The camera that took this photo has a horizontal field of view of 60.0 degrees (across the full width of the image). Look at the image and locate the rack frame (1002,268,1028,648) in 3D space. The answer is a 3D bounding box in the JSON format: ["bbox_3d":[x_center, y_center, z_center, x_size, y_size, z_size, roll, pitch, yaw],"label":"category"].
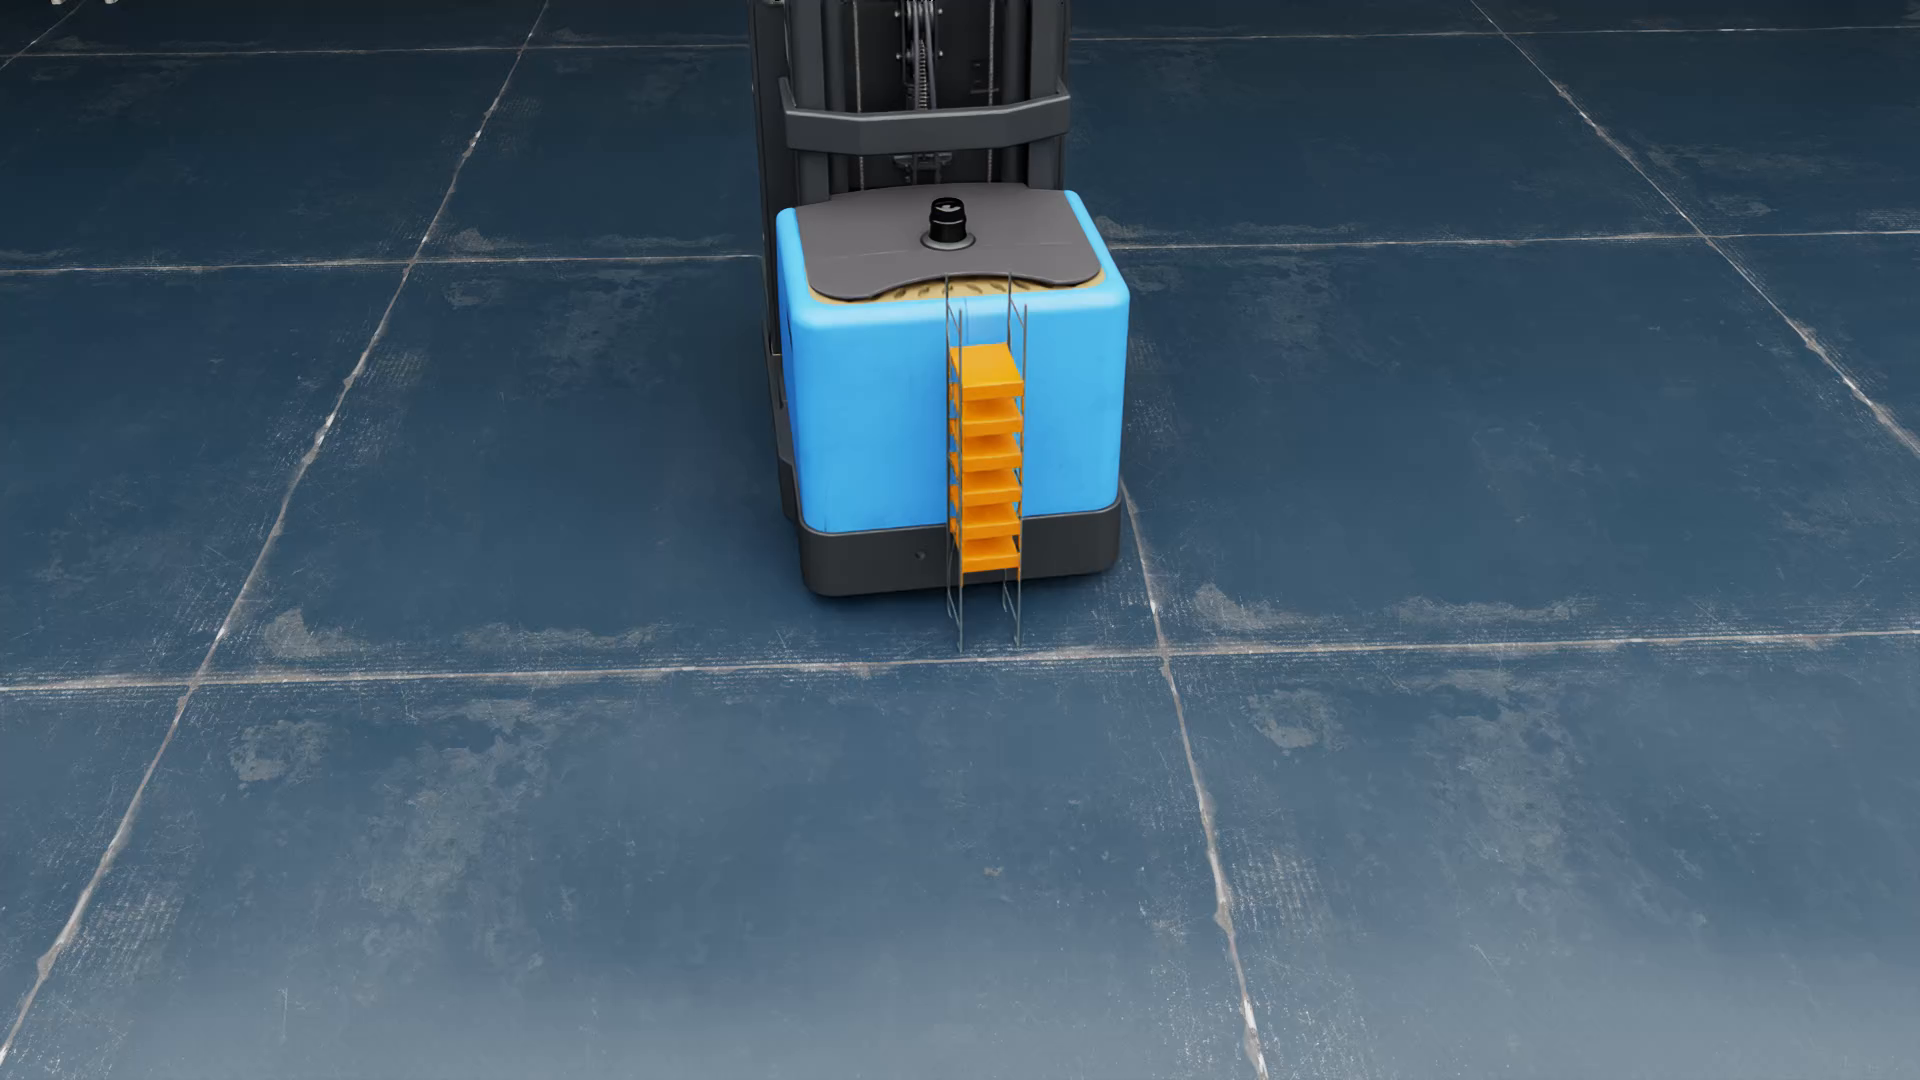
[{"bbox_3d":[0.162,-0.219,5.012,0.006,1.200,0.240,-6,35,-8],"label":"rack frame"}]

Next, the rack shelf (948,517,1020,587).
[{"bbox_3d":[0.072,0.024,5.161,0.180,0.103,0.258,-6,35,-8],"label":"rack shelf"}]

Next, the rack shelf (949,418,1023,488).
[{"bbox_3d":[0.072,-0.272,4.956,0.180,0.103,0.258,-6,35,-8],"label":"rack shelf"}]

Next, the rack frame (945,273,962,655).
[{"bbox_3d":[-0.018,-0.201,4.985,0.006,1.200,0.240,-6,35,-8],"label":"rack frame"}]

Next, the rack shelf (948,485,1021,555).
[{"bbox_3d":[0.072,-0.075,5.092,0.180,0.103,0.258,-6,35,-8],"label":"rack shelf"}]

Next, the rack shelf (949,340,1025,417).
[{"bbox_3d":[0.072,-0.469,4.819,0.180,0.103,0.258,-6,35,-8],"label":"rack shelf"}]

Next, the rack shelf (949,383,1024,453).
[{"bbox_3d":[0.072,-0.371,4.887,0.180,0.103,0.258,-6,35,-8],"label":"rack shelf"}]

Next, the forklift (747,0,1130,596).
[{"bbox_3d":[-0.208,-1.852,5.851,1.130,2.935,3.031,-5,35,-7],"label":"forklift"}]

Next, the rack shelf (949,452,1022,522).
[{"bbox_3d":[0.072,-0.173,5.024,0.180,0.103,0.258,-6,35,-8],"label":"rack shelf"}]

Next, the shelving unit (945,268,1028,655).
[{"bbox_3d":[0.072,-0.210,4.999,0.189,1.200,0.258,-6,35,-8],"label":"shelving unit"}]
